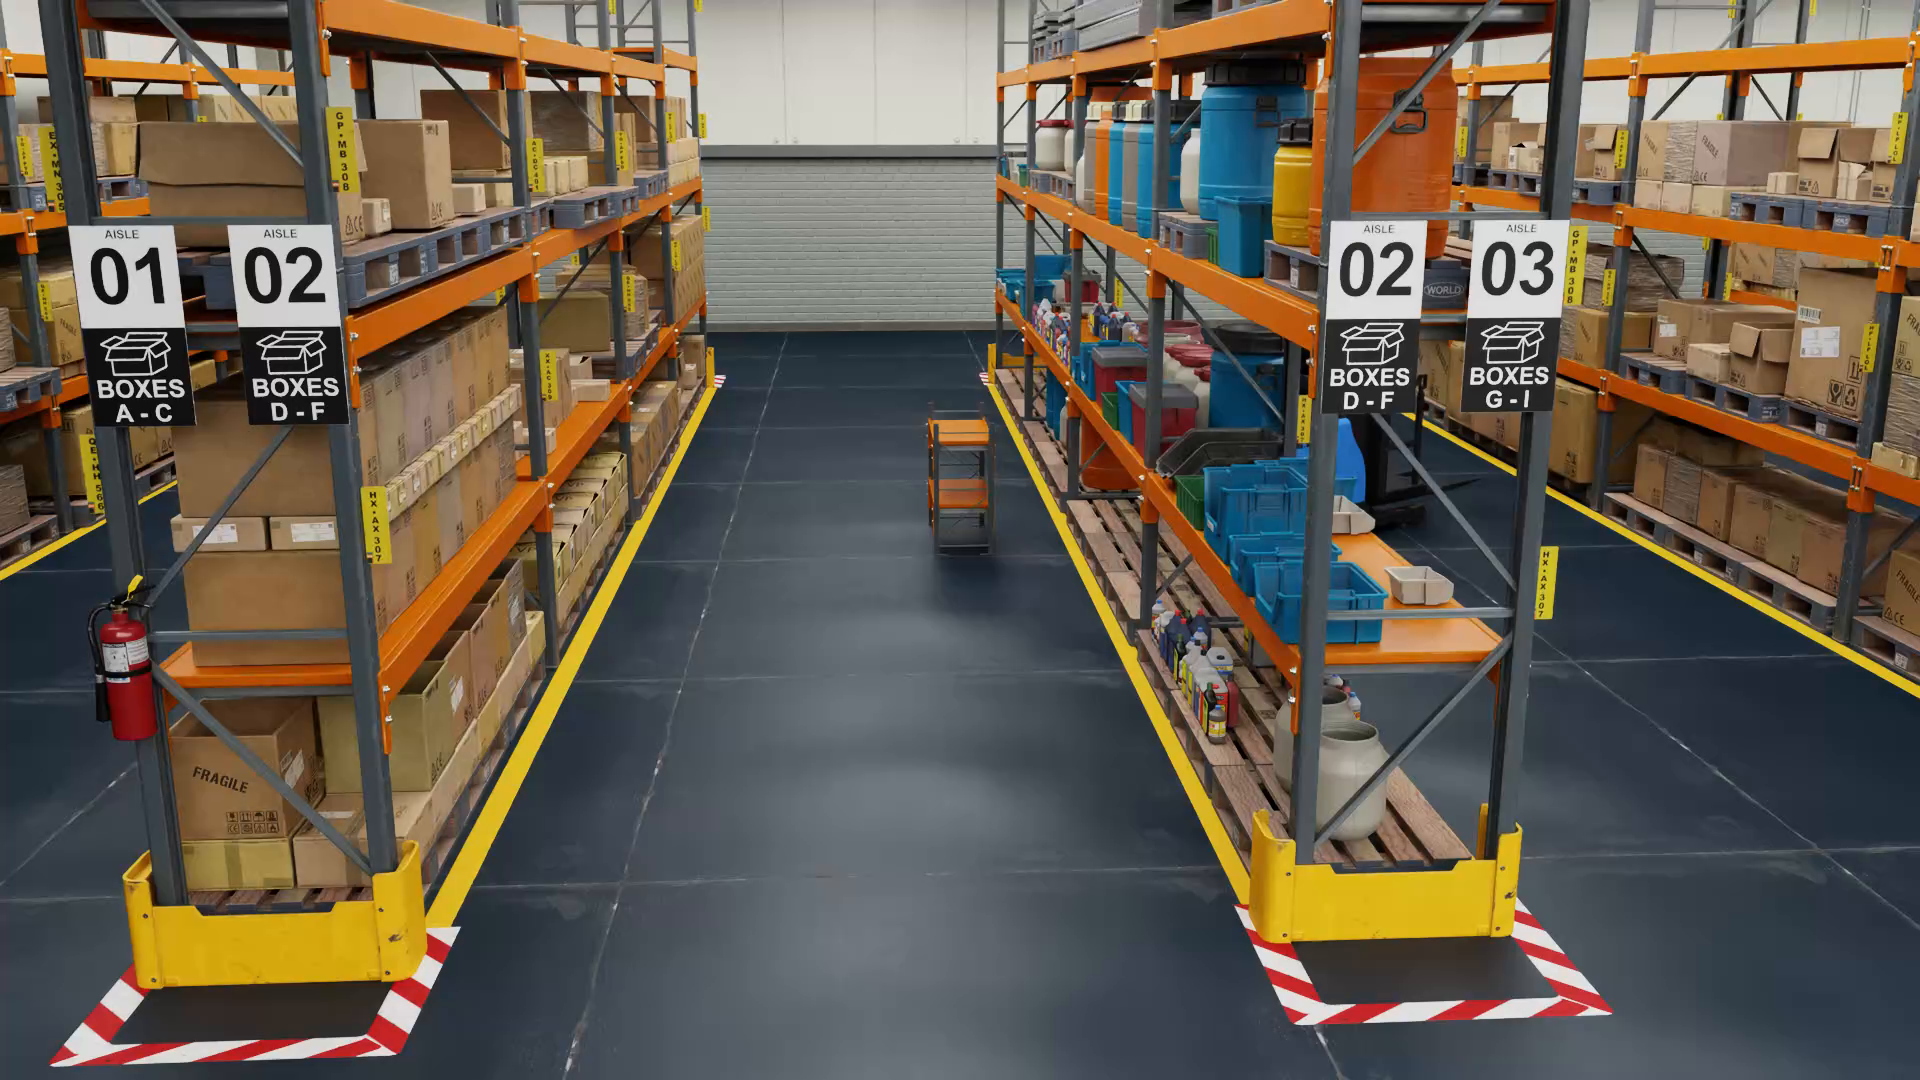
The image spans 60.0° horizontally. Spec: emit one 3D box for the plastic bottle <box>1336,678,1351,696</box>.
[{"bbox_3d":[2.190,0.919,9.505,0.061,0.283,0.133,-1,14,-3],"label":"plastic bottle"}]

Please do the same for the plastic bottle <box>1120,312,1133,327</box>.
[{"bbox_3d":[1.695,-2.135,16.902,0.144,0.351,0.185,-1,14,-3],"label":"plastic bottle"}]

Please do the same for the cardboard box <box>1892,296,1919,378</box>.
[{"bbox_3d":[6.457,-1.304,10.769,0.500,0.500,0.500,-1,14,-3],"label":"cardboard box"}]

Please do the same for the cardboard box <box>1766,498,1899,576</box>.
[{"bbox_3d":[6.655,-0.017,12.707,0.700,0.500,0.500,-1,14,-4],"label":"cardboard box"}]

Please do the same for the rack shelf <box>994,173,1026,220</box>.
[{"bbox_3d":[1.120,-4.258,20.478,1.077,0.370,4.000,-1,14,-3],"label":"rack shelf"}]

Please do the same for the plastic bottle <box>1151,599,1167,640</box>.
[{"bbox_3d":[1.321,0.528,11.047,0.097,0.271,0.097,0,14,0],"label":"plastic bottle"}]

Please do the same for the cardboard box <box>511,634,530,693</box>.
[{"bbox_3d":[-2.937,0.774,10.174,0.500,0.250,0.500,-1,14,-3],"label":"cardboard box"}]

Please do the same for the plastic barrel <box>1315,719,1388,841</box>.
[{"bbox_3d":[1.870,1.167,8.119,0.421,0.512,0.421,0,14,0],"label":"plastic barrel"}]

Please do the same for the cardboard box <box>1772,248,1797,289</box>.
[{"bbox_3d":[10.762,-3.474,21.210,0.500,0.500,0.500,-1,14,-5],"label":"cardboard box"}]

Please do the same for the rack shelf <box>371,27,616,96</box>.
[{"bbox_3d":[-3.329,-3.451,12.128,1.077,0.370,4.000,-1,14,-3],"label":"rack shelf"}]

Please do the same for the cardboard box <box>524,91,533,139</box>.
[{"bbox_3d":[-3.262,-2.833,11.449,0.500,0.500,0.500,1,14,2],"label":"cardboard box"}]

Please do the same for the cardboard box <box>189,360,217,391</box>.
[{"bbox_3d":[-8.475,-1.506,17.830,0.750,0.750,0.750,-1,14,-3],"label":"cardboard box"}]

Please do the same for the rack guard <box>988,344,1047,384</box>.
[{"bbox_3d":[0.981,-2.446,23.029,1.175,0.500,0.348,-1,14,-3],"label":"rack guard"}]

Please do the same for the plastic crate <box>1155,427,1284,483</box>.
[{"bbox_3d":[1.645,-0.504,10.590,0.767,0.338,0.504,-1,14,-3],"label":"plastic crate"}]

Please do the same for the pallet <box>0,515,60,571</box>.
[{"bbox_3d":[-8.350,0.037,13.960,1.003,0.211,1.213,-1,14,-3],"label":"pallet"}]

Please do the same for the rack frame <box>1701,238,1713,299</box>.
[{"bbox_3d":[10.896,-3.779,23.193,1.000,3.000,0.127,-1,14,-3],"label":"rack frame"}]

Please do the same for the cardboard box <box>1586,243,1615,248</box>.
[{"bbox_3d":[6.320,-2.783,17.108,0.797,0.503,0.637,0,14,-2],"label":"cardboard box"}]

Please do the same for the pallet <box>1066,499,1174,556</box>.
[{"bbox_3d":[1.501,-0.117,14.559,1.003,0.211,1.213,-1,14,-3],"label":"pallet"}]

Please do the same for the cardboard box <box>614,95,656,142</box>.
[{"bbox_3d":[-3.769,-4.686,18.492,0.700,0.500,0.500,-1,14,-3],"label":"cardboard box"}]

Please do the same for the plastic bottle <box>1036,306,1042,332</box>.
[{"bbox_3d":[0.880,-2.410,18.132,0.097,0.271,0.097,0,14,0],"label":"plastic bottle"}]

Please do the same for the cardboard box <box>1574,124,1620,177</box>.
[{"bbox_3d":[6.184,-3.806,16.236,0.500,0.500,0.500,0,14,0],"label":"cardboard box"}]

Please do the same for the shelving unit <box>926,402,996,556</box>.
[{"bbox_3d":[0.000,-0.546,14.393,0.538,1.125,1.048,-1,14,-3],"label":"shelving unit"}]

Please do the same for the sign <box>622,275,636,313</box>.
[{"bbox_3d":[-2.899,-2.156,14.561,0.100,0.325,0.005,-1,14,-3],"label":"sign"}]

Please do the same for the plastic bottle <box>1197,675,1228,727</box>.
[{"bbox_3d":[1.447,0.921,9.509,0.152,0.276,0.135,-1,14,-3],"label":"plastic bottle"}]

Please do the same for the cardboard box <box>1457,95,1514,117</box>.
[{"bbox_3d":[6.135,-5.082,19.491,0.500,0.250,0.500,-2,15,-7],"label":"cardboard box"}]

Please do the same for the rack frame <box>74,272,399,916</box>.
[{"bbox_3d":[-2.957,0.404,6.936,1.000,3.000,0.127,-1,14,-3],"label":"rack frame"}]

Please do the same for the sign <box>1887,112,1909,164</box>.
[{"bbox_3d":[6.129,-2.627,10.869,0.100,0.325,0.005,-1,14,-3],"label":"sign"}]

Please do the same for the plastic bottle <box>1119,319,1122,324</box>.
[{"bbox_3d":[1.649,-2.131,17.046,0.097,0.271,0.097,0,14,0],"label":"plastic bottle"}]

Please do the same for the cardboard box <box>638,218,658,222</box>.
[{"bbox_3d":[-4.144,-3.863,21.315,0.500,0.500,0.500,-1,14,-3],"label":"cardboard box"}]

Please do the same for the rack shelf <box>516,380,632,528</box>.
[{"bbox_3d":[-3.329,-0.740,12.825,1.077,0.370,4.000,-1,14,-3],"label":"rack shelf"}]

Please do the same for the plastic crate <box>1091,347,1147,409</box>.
[{"bbox_3d":[1.286,-1.285,13.374,0.402,0.464,0.583,-1,14,-3],"label":"plastic crate"}]

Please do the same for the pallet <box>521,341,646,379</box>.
[{"bbox_3d":[-3.565,-1.660,15.344,1.213,0.211,1.003,-1,14,-3],"label":"pallet"}]

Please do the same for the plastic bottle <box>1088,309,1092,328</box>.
[{"bbox_3d":[1.467,-2.460,18.467,0.097,0.201,0.097,0,14,0],"label":"plastic bottle"}]

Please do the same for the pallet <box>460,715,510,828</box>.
[{"bbox_3d":[-3.119,1.262,9.197,1.003,0.211,1.213,-1,14,-3],"label":"pallet"}]

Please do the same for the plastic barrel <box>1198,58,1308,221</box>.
[{"bbox_3d":[1.694,-2.316,9.639,0.600,0.901,0.708,-1,14,-3],"label":"plastic barrel"}]

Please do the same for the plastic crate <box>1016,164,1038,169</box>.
[{"bbox_3d":[0.868,-4.249,19.337,0.416,0.233,0.300,-1,14,-3],"label":"plastic crate"}]

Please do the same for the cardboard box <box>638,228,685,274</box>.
[{"bbox_3d":[-3.481,-3.363,19.369,0.500,0.500,0.500,-1,14,-5],"label":"cardboard box"}]

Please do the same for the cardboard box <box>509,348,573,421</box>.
[{"bbox_3d":[-3.333,-1.217,13.036,0.500,0.500,0.500,-2,15,-6],"label":"cardboard box"}]

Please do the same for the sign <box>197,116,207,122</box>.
[{"bbox_3d":[-8.104,-4.369,17.799,0.100,0.325,0.005,-1,14,-3],"label":"sign"}]

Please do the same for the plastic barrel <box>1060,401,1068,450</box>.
[{"bbox_3d":[1.250,-1.201,17.324,0.421,0.512,0.421,0,14,0],"label":"plastic barrel"}]

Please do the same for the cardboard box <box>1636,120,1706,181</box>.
[{"bbox_3d":[6.207,-3.360,14.342,0.500,0.500,0.500,-1,14,-3],"label":"cardboard box"}]

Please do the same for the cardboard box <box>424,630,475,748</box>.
[{"bbox_3d":[-2.845,0.784,8.631,0.500,0.500,0.500,-1,14,-3],"label":"cardboard box"}]

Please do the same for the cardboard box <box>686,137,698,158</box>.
[{"bbox_3d":[-3.662,-5.074,21.503,0.500,0.250,0.500,-1,14,-3],"label":"cardboard box"}]

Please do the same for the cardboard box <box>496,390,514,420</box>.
[{"bbox_3d":[-2.961,-0.827,10.220,0.380,0.149,0.250,-1,14,-5],"label":"cardboard box"}]

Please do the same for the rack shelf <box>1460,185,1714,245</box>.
[{"bbox_3d":[6.311,-3.339,16.909,1.077,0.370,4.000,-1,14,-3],"label":"rack shelf"}]

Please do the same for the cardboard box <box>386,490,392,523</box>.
[{"bbox_3d":[-2.786,-0.125,7.490,0.380,0.149,0.250,-1,14,-5],"label":"cardboard box"}]

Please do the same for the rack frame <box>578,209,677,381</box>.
[{"bbox_3d":[-3.701,-2.580,18.535,1.000,3.000,0.127,-1,14,-3],"label":"rack frame"}]

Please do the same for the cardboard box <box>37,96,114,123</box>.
[{"bbox_3d":[-8.672,-4.222,16.309,0.500,0.250,0.500,-1,14,-5],"label":"cardboard box"}]

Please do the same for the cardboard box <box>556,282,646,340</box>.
[{"bbox_3d":[-3.470,-2.223,16.102,0.700,0.500,0.500,2,15,7],"label":"cardboard box"}]

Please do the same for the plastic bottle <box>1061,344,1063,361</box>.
[{"bbox_3d":[1.019,-1.818,15.971,0.097,0.201,0.097,0,14,0],"label":"plastic bottle"}]

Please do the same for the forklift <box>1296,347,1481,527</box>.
[{"bbox_3d":[3.599,-1.631,14.983,3.031,2.935,1.130,-11,18,-37],"label":"forklift"}]

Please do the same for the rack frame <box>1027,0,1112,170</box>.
[{"bbox_3d":[1.243,-5.561,18.082,1.000,3.000,0.127,-1,14,-3],"label":"rack frame"}]

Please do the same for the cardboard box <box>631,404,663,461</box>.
[{"bbox_3d":[-3.297,-1.090,16.878,0.500,0.500,0.500,-1,14,-5],"label":"cardboard box"}]

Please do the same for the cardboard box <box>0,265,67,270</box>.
[{"bbox_3d":[-8.741,-2.439,15.642,0.500,0.250,0.500,-1,14,-5],"label":"cardboard box"}]

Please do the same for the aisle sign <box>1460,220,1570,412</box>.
[{"bbox_3d":[2.284,-0.917,6.854,0.394,0.787,0.004,-1,14,-3],"label":"aisle sign"}]

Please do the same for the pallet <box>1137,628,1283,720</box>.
[{"bbox_3d":[1.739,0.852,10.792,1.003,0.211,1.213,-1,14,-3],"label":"pallet"}]

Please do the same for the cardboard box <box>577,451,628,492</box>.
[{"bbox_3d":[-3.175,-0.602,14.398,0.500,0.311,0.500,-1,14,-2],"label":"cardboard box"}]

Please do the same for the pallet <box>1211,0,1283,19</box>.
[{"bbox_3d":[1.897,-2.778,8.445,1.003,0.211,1.213,-1,14,-3],"label":"pallet"}]
